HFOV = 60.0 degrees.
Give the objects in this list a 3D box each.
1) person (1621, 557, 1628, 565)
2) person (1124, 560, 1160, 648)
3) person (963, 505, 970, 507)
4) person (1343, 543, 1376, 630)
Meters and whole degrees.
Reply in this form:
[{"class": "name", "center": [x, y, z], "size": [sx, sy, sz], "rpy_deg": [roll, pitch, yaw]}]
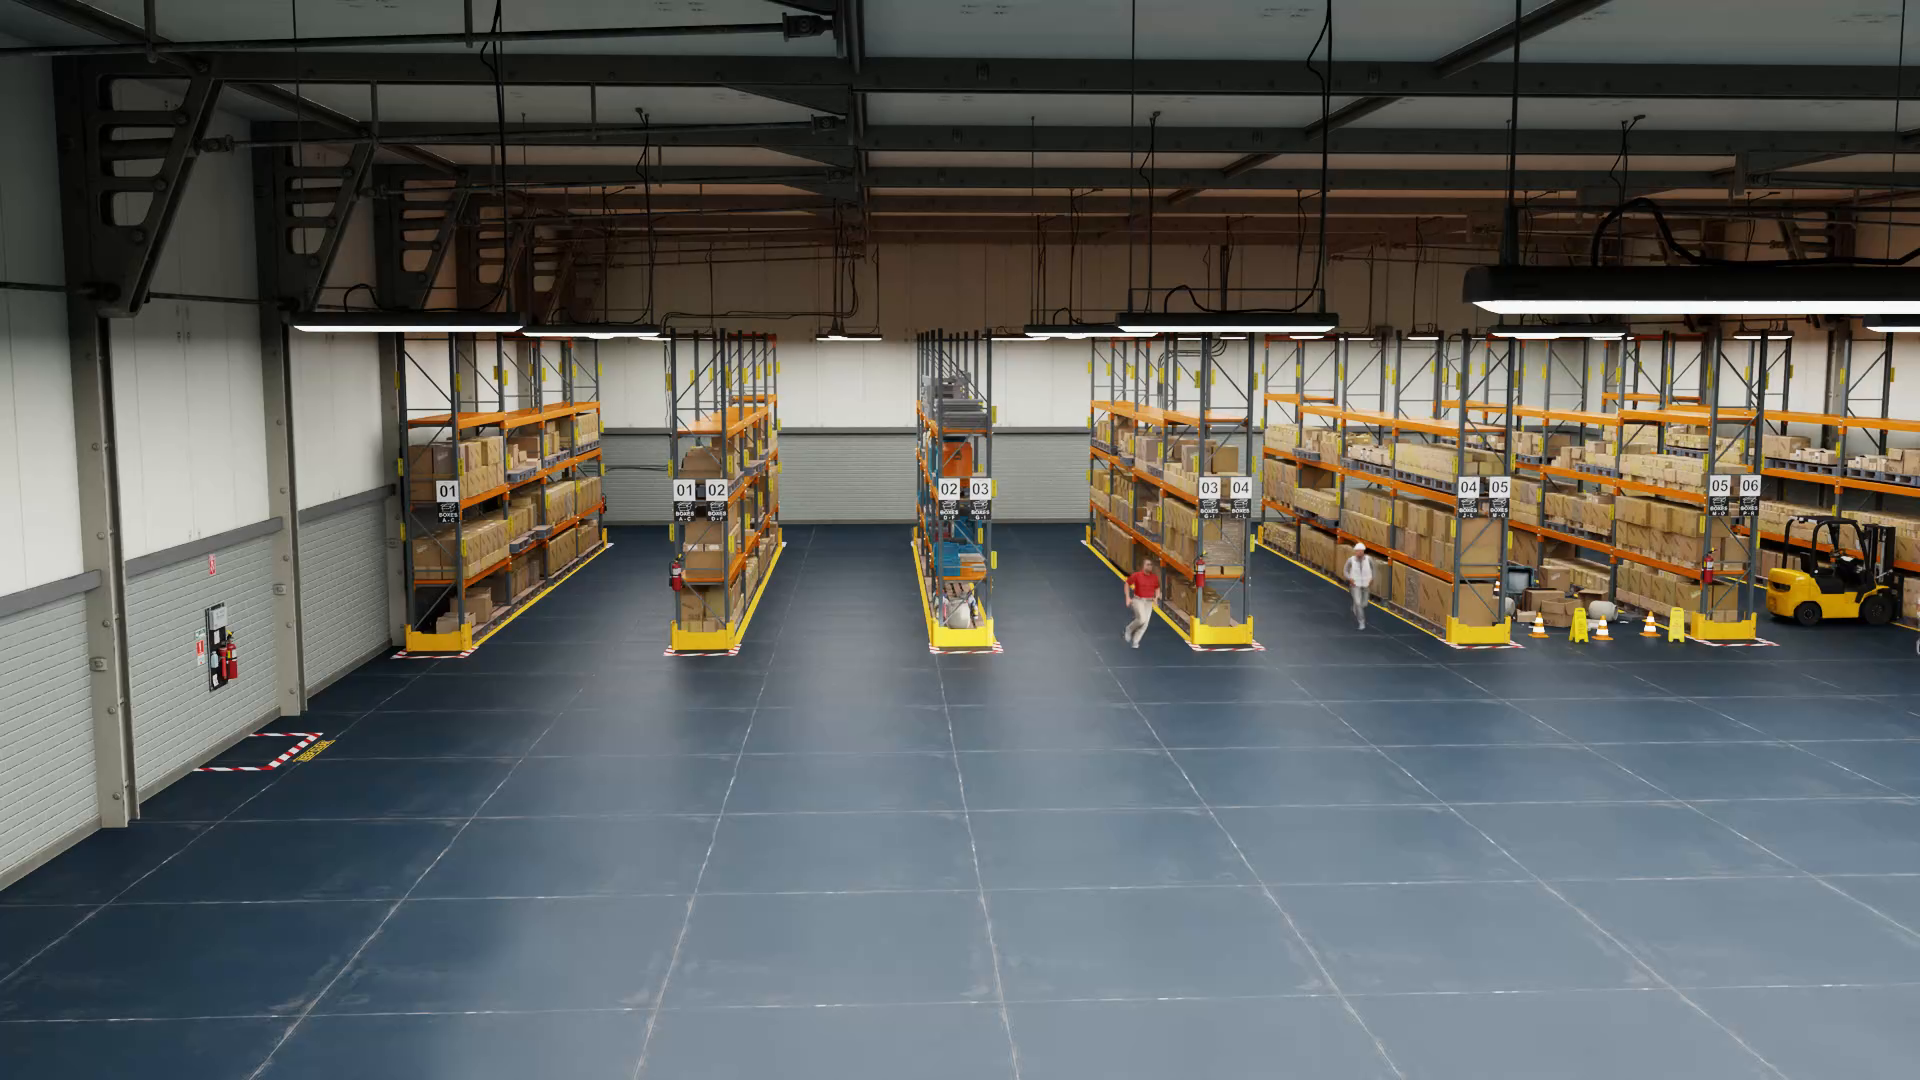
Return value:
[{"class": "person", "center": [16.136, 0.229, 39.797], "size": [0.568, 1.670, 1.030], "rpy_deg": [-1, 7, -6]}, {"class": "person", "center": [3.494, 1.205, 31.433], "size": [0.701, 1.650, 0.535], "rpy_deg": [-2, 7, -19]}, {"class": "person", "center": [0.218, -0.736, 48.333], "size": [0.692, 1.676, 0.576], "rpy_deg": [1, 7, 10]}, {"class": "person", "center": [8.098, 0.912, 33.776], "size": [0.671, 1.757, 0.836], "rpy_deg": [0, 7, 0]}]
